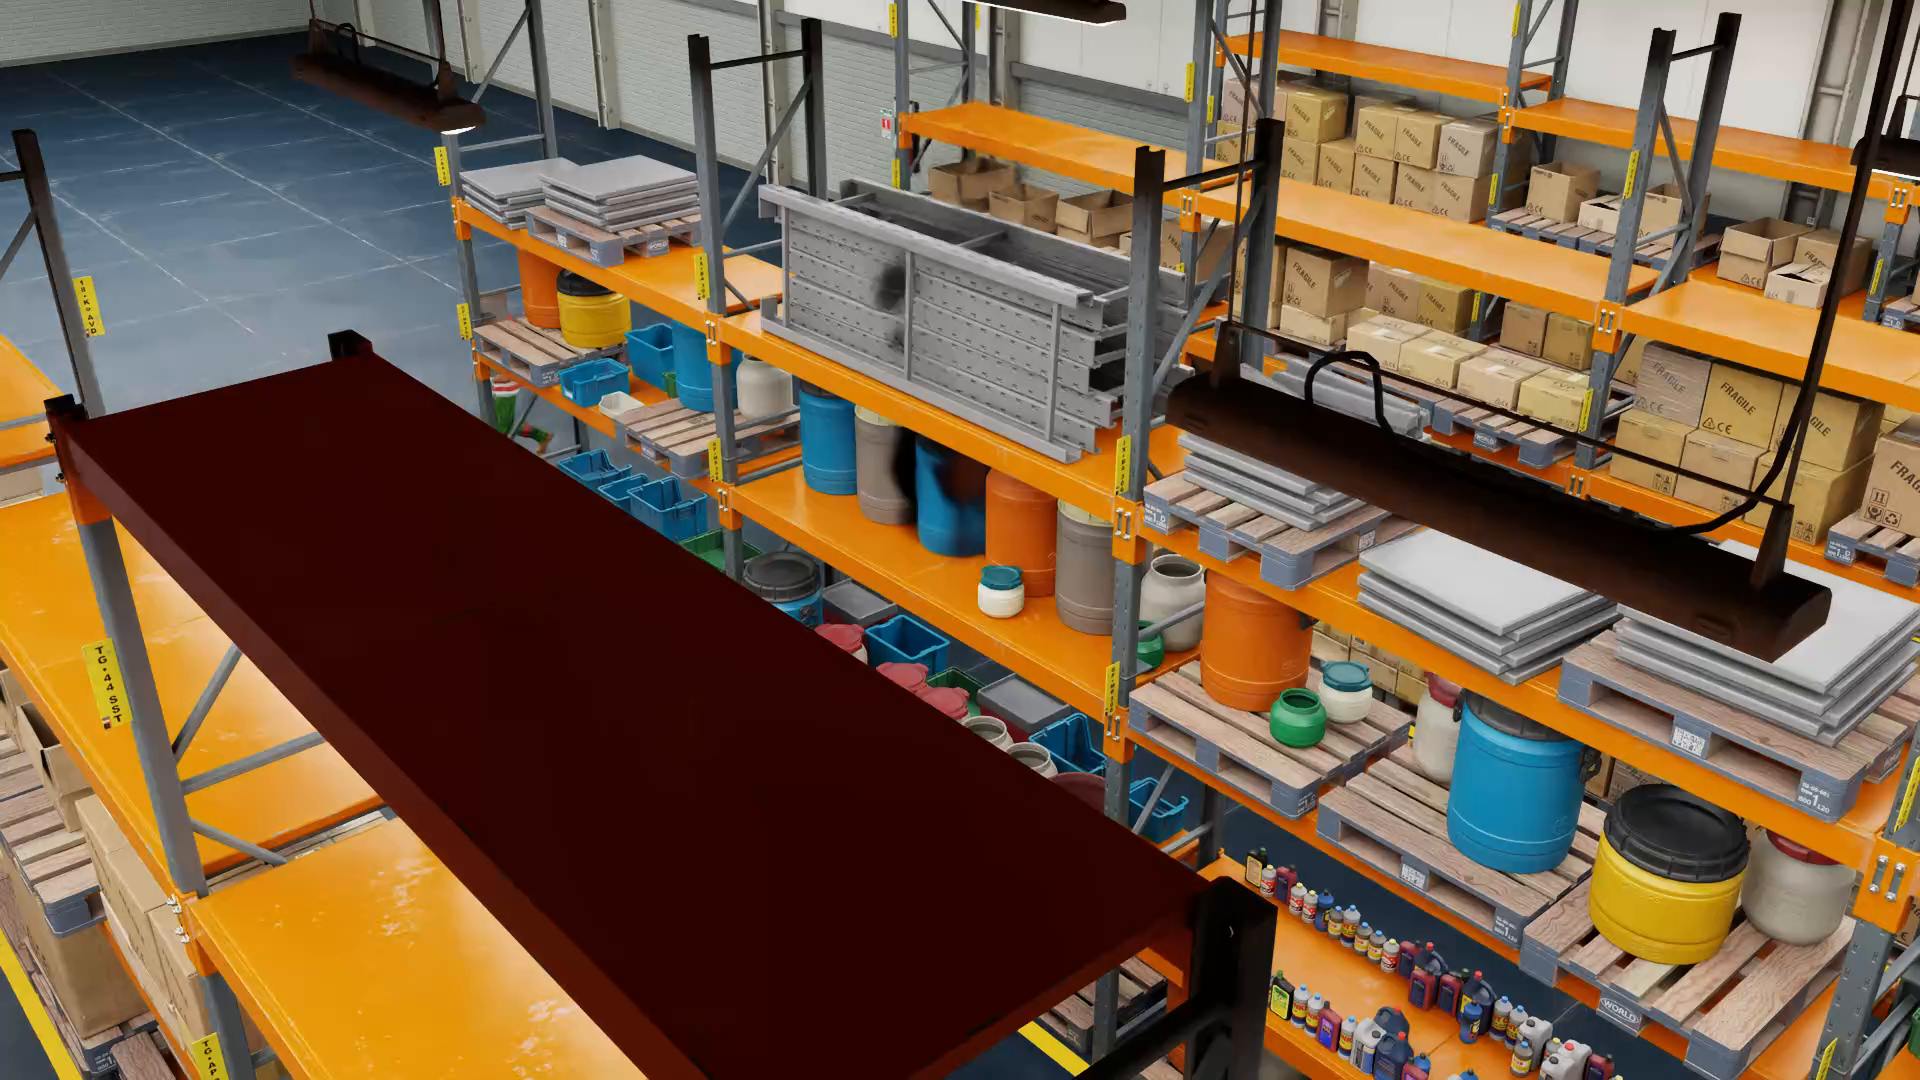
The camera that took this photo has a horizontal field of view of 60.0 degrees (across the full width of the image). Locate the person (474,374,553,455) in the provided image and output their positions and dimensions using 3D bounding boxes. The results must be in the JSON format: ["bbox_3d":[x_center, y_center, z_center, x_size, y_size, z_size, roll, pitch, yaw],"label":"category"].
[{"bbox_3d":[-5.160,-1.703,18.984,0.868,1.760,0.668,-8,28,-15],"label":"person"}]
